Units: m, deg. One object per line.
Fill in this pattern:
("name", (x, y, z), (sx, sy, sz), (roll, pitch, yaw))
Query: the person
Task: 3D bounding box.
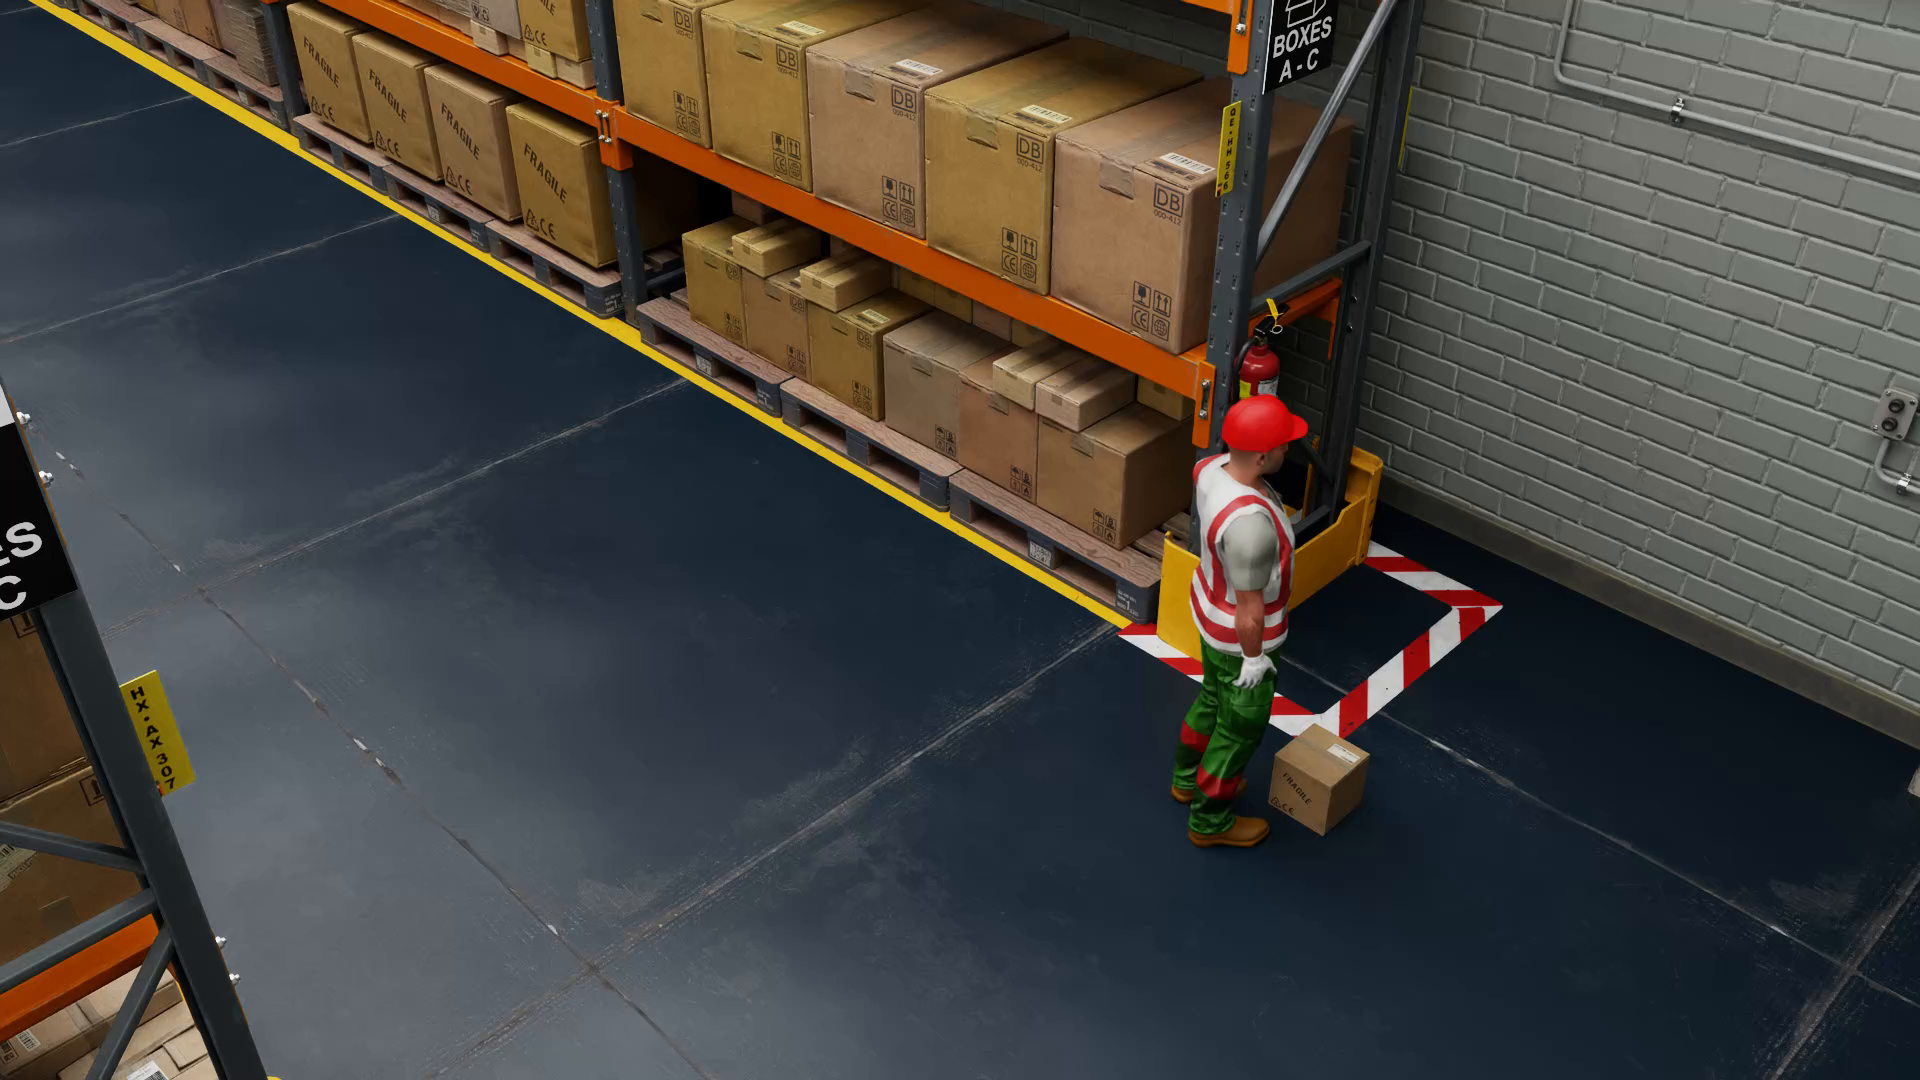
("person", (0.954, 0.290, 5.726), (0.344, 1.794, 0.526), (-4, 35, -5))
